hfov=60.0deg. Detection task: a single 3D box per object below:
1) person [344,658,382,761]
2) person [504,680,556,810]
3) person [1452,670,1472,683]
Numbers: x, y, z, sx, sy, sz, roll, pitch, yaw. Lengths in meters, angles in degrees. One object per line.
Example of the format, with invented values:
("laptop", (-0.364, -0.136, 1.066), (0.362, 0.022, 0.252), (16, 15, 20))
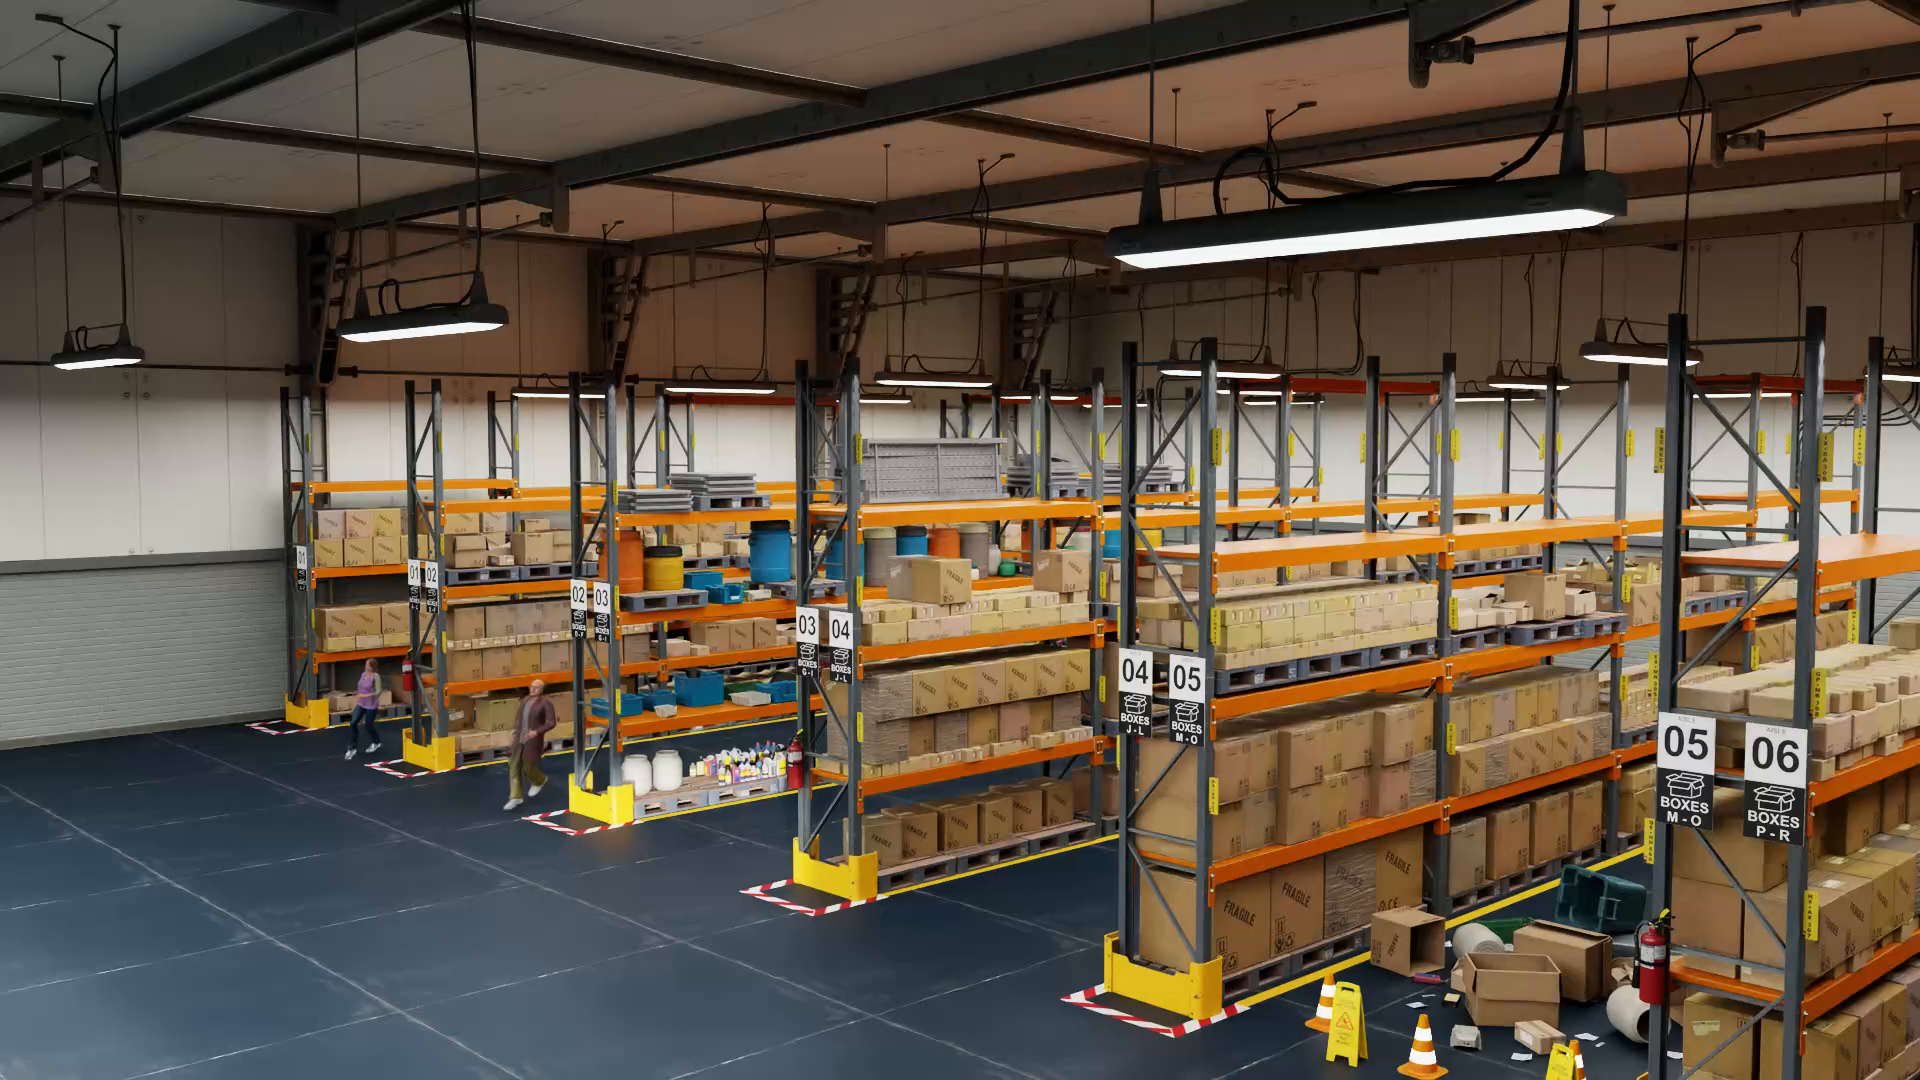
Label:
("person", (-9.433, 2.668, 26.475), (0.536, 1.584, 0.791), (1, 4, 22))
("person", (-5.966, 2.825, 23.129), (0.749, 1.764, 0.874), (2, 4, 22))
("person", (7.603, 2.727, 25.211), (0.611, 1.694, 0.765), (3, 5, 41))
